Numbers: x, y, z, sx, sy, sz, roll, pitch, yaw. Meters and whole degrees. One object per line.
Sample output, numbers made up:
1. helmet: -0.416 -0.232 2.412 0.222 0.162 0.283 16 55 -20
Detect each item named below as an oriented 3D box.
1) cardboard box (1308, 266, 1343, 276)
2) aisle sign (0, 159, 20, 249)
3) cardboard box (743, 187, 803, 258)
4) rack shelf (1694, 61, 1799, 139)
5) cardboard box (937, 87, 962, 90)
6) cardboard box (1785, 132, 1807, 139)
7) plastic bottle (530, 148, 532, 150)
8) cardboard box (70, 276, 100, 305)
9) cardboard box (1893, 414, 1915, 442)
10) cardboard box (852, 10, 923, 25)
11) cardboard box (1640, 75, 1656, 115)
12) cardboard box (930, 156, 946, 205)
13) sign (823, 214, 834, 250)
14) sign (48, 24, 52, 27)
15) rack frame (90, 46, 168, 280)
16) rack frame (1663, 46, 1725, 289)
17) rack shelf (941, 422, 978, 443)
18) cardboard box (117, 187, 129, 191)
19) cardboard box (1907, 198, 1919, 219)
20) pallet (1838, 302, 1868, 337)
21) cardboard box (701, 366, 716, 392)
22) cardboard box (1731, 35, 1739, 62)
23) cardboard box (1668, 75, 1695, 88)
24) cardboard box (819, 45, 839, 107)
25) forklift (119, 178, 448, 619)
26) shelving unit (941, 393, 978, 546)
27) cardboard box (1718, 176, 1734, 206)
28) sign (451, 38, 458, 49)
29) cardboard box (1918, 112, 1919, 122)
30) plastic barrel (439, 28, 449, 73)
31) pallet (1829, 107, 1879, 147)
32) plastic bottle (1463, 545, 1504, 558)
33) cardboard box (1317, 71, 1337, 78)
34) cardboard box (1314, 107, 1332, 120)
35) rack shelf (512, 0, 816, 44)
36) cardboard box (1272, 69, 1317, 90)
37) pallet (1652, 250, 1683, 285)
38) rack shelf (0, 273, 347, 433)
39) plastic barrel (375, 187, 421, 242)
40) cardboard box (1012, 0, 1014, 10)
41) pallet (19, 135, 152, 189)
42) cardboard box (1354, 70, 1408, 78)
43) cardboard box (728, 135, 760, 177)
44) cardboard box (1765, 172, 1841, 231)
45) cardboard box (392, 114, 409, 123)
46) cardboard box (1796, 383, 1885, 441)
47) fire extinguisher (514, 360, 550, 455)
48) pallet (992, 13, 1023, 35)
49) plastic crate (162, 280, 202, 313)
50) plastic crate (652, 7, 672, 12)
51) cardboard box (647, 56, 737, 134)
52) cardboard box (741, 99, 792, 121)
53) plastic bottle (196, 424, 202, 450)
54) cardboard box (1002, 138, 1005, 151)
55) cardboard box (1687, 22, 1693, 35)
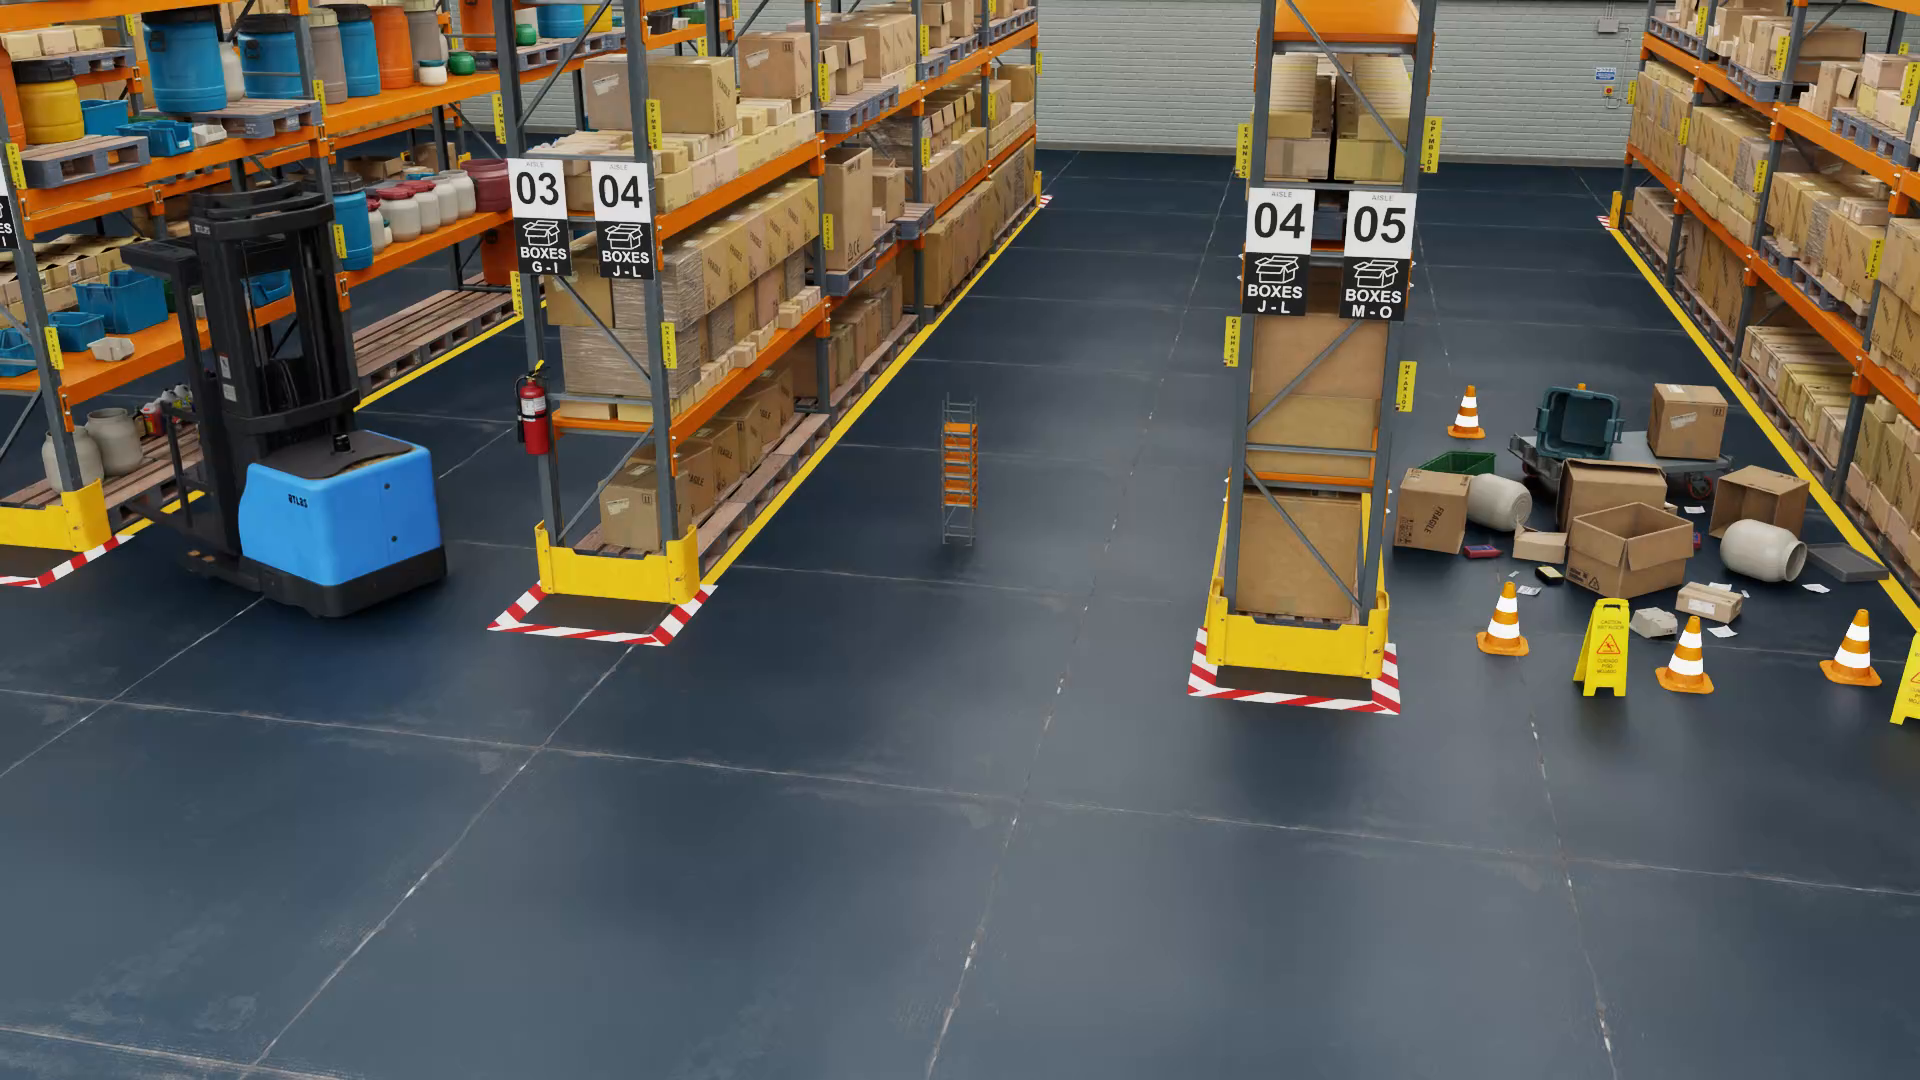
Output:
1. cardboard box: 2.660 -1.683 11.901 0.875 0.550 0.550 4 22 11
2. aisle sign: -7.135 -2.527 12.163 0.394 0.787 0.004 4 22 11
3. cardboard box: -1.665 -2.734 14.288 0.500 0.500 0.500 4 22 11
4. rack shelf: 9.184 -4.951 18.611 1.077 0.370 4.000 4 22 11
5. cardboard box: -0.277 -5.985 23.029 0.500 0.500 0.500 5 22 12
6. cardboard box: 9.328 -4.204 18.336 0.500 0.500 0.500 5 22 12
7. plastic bottle: -5.712 -5.094 22.190 0.097 0.271 0.097 0 22 0
8. cardboard box: -10.699 -3.010 19.961 0.500 0.250 0.500 5 22 12
9. cardboard box: 7.388 -0.843 12.708 0.380 0.149 0.250 5 23 13
10. cardboard box: -0.872 -5.780 19.006 0.797 0.503 0.637 6 23 14
11. cardboard box: 9.933 -6.255 23.427 0.500 0.500 0.500 4 22 9
12. cardboard box: -0.457 -4.310 19.936 0.500 0.500 0.500 4 22 9
13. sign: -1.209 -2.818 15.207 0.100 0.325 0.005 4 22 11
14. sign: -11.153 -6.348 20.422 0.100 0.325 0.005 4 22 11
15. rack frame: -10.623 -4.674 20.975 1.000 3.000 0.127 4 22 11
16. rack frame: 9.592 -4.625 20.853 1.000 3.000 0.127 4 22 11
17. rack shelf: -0.003 -0.844 13.029 0.258 0.103 0.180 4 22 11
18. cardboard box: -10.740 -4.503 20.669 0.500 0.311 0.500 6 23 14
19. cardboard box: 8.523 -2.930 14.681 0.380 0.149 0.250 6 23 14
20. pallet: 8.258 -1.879 14.291 1.003 0.211 1.213 4 22 11
21. cardboard box: -2.100 -1.235 12.771 0.380 0.149 0.250 4 22 11
22. cardboard box: 8.877 -5.507 18.646 0.396 0.266 0.258 6 23 15
23. cardboard box: 9.702 -6.127 22.241 0.380 0.149 0.250 4 22 11
24. cardboard box: -1.549 -4.253 15.214 0.797 0.503 0.637 3 22 8
25. forklift: -5.363 -1.214 12.474 3.031 2.935 1.130 15 26 33
26. shelving unit: -0.003 -0.551 13.147 0.258 1.200 0.189 4 22 11
27. cardboard box: 8.812 -3.898 18.578 0.500 0.250 0.500 4 22 10
28. sign: -8.451 -8.234 27.841 0.100 0.325 0.005 4 22 11
29. cardboard box: 7.576 -3.254 12.702 0.380 0.149 0.250 4 22 10
30. plastic barrel: -6.138 -5.648 19.229 0.421 0.512 0.421 0 22 0
31. pallet: 8.399 -3.601 14.546 1.213 0.211 1.003 4 22 11
32. plastic bottle: 4.119 0.090 13.078 0.283 0.061 0.133 -3 22 -8
33. cardboard box: 3.130 -4.071 14.967 0.500 0.250 0.500 4 22 10
34. cardboard box: 2.310 -2.845 11.523 0.500 0.250 0.500 4 22 11
35. rack shelf: -2.150 -4.171 12.662 1.077 0.370 4.000 4 22 11
36. cardboard box: 2.480 -3.445 12.482 0.380 0.149 0.250 5 22 11
37. pallet: 9.824 -3.604 22.050 1.003 0.211 1.213 4 22 11
38. rack shelf: -6.999 -1.767 14.720 1.077 0.370 4.000 4 22 11
39. plastic barrel: -6.031 -3.497 17.870 0.433 0.535 0.433 0 22 0
40. cardboard box: 0.420 -8.132 24.714 0.700 0.500 0.500 4 22 9
41. pallet: -7.142 -2.968 12.977 1.003 0.211 1.213 4 22 11
42. cardboard box: 3.125 -3.397 12.361 0.380 0.149 0.250 5 22 11
43. cardboard box: -1.901 -3.031 13.080 0.500 0.250 0.500 5 22 13
44. cardboard box: 8.458 -3.395 16.703 0.500 0.500 0.500 4 22 9
45. cardboard box: -9.128 -6.906 26.381 0.500 0.500 0.500 4 22 10
46. cardboard box: 8.208 -1.130 15.131 0.950 0.372 0.625 6 23 14
47. fire extinguisher: -3.032 -0.949 11.829 0.296 0.674 0.183 4 22 11
48. pallet: 0.319 -7.474 24.030 1.003 0.211 1.213 4 22 11
49. plastic crate: -7.144 -2.259 15.262 0.450 0.188 0.662 4 22 11
50. plastic crate: -4.723 -8.046 25.414 0.504 0.338 0.767 4 22 11
51. cardboard box: -1.991 -3.322 12.401 0.500 0.500 0.500 4 22 11
52. cardboard box: -1.636 -3.632 14.038 0.380 0.149 0.250 3 22 8
53. plastic bottle: -6.732 -0.947 14.784 0.097 0.271 0.097 0 22 0
54. cardboard box: 0.435 -5.636 23.698 0.380 0.149 0.250 4 22 9
55. cardboard box: 9.463 -6.496 21.123 0.380 0.149 0.250 5 22 12
